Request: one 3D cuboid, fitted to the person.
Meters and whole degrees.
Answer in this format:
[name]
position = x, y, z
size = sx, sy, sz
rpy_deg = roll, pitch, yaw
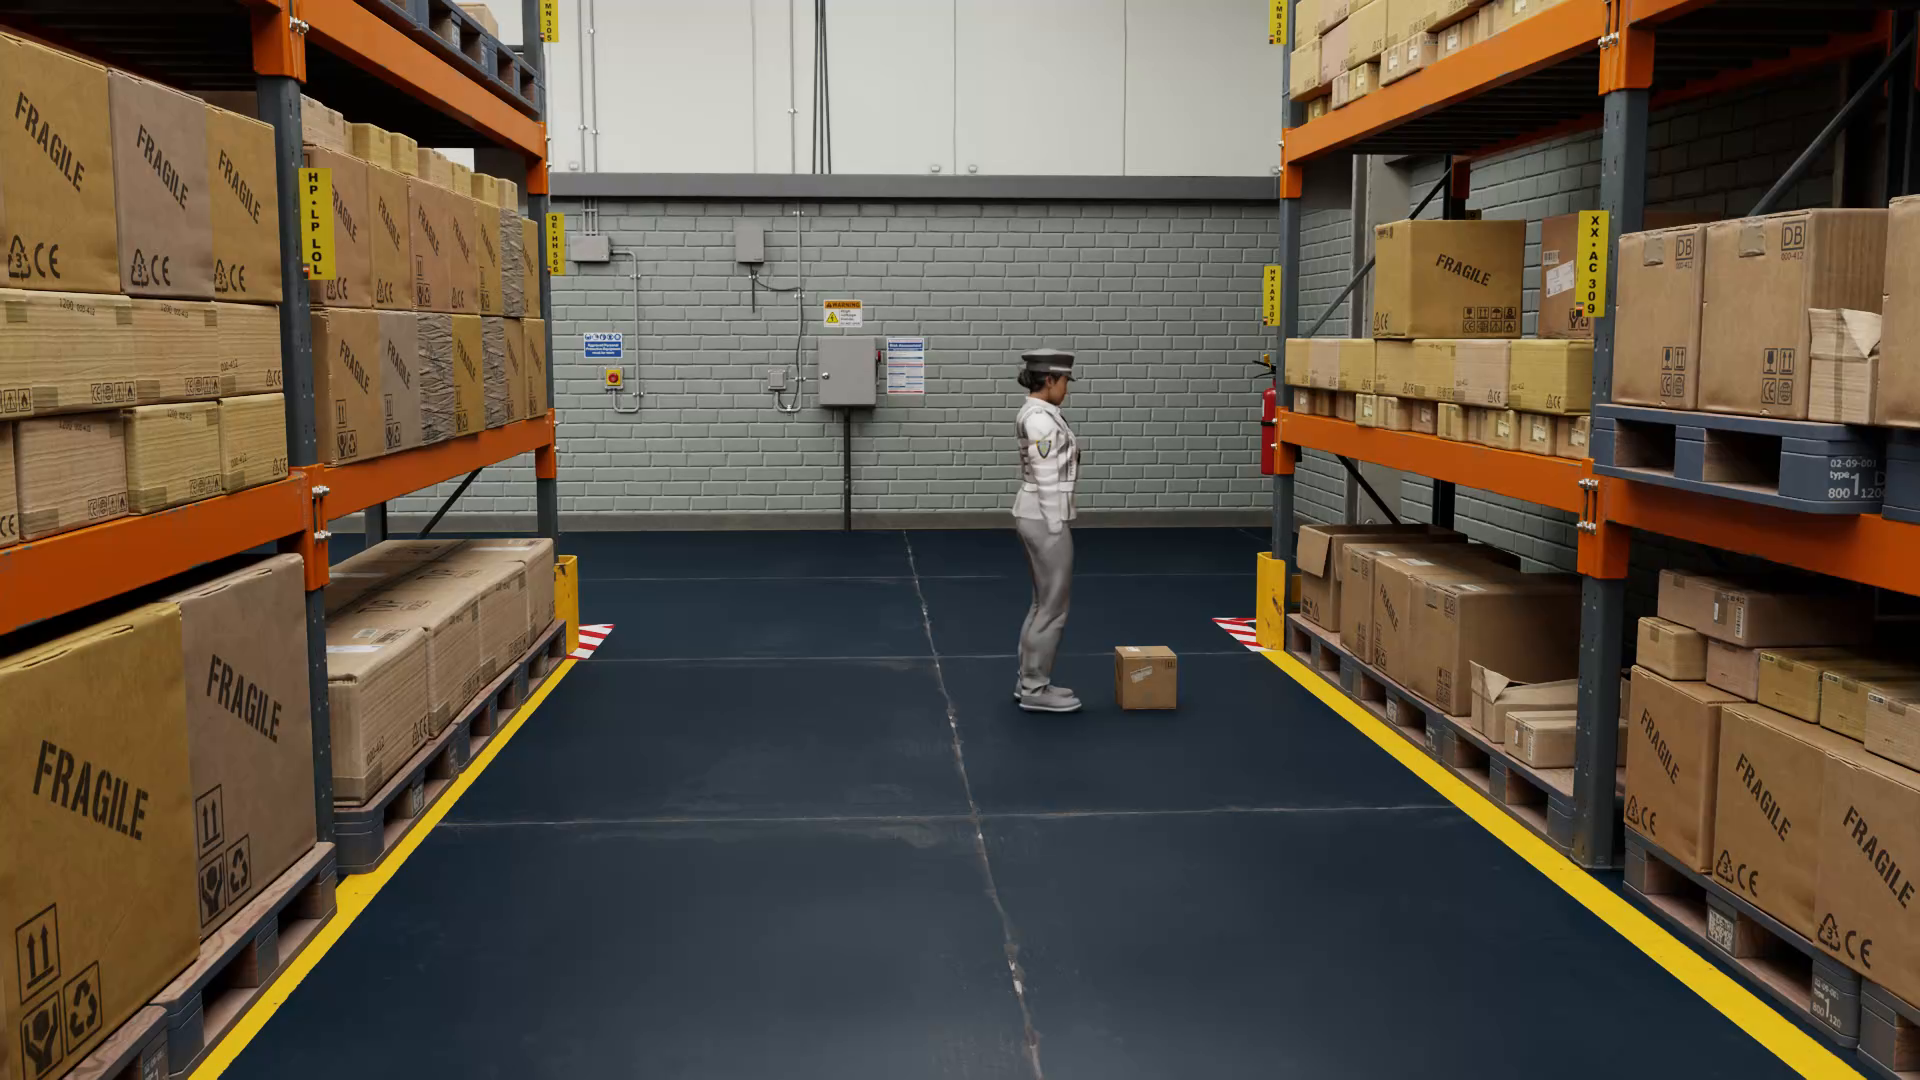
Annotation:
[person]
position = 0.404, -0.051, 7.695
size = 0.328, 1.661, 0.470
rpy_deg = 0, 7, -3
